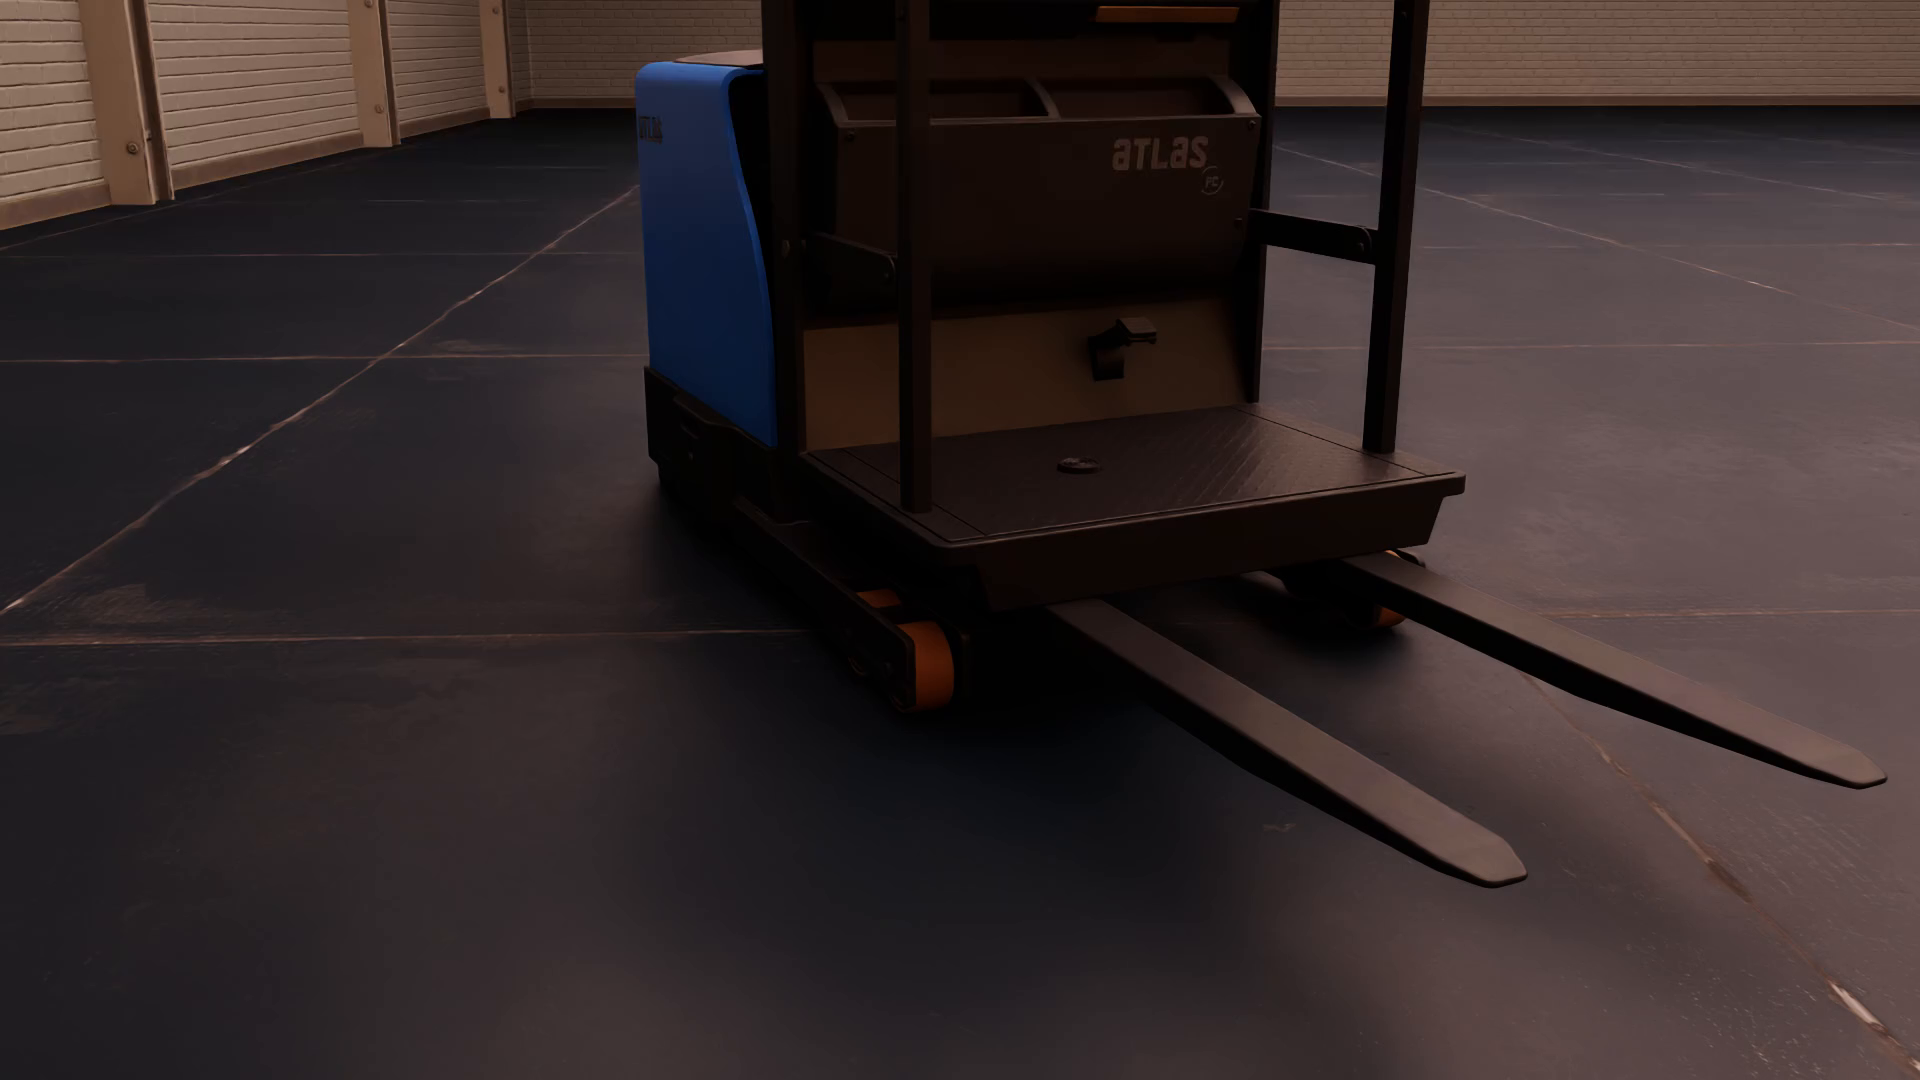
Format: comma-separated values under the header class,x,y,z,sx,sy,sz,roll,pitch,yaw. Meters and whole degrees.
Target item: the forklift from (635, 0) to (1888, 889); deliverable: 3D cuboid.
class,x,y,z,sx,sy,sz,roll,pitch,yaw
forklift,0.258,-1.240,2.962,1.130,2.935,3.031,-8,19,-24
